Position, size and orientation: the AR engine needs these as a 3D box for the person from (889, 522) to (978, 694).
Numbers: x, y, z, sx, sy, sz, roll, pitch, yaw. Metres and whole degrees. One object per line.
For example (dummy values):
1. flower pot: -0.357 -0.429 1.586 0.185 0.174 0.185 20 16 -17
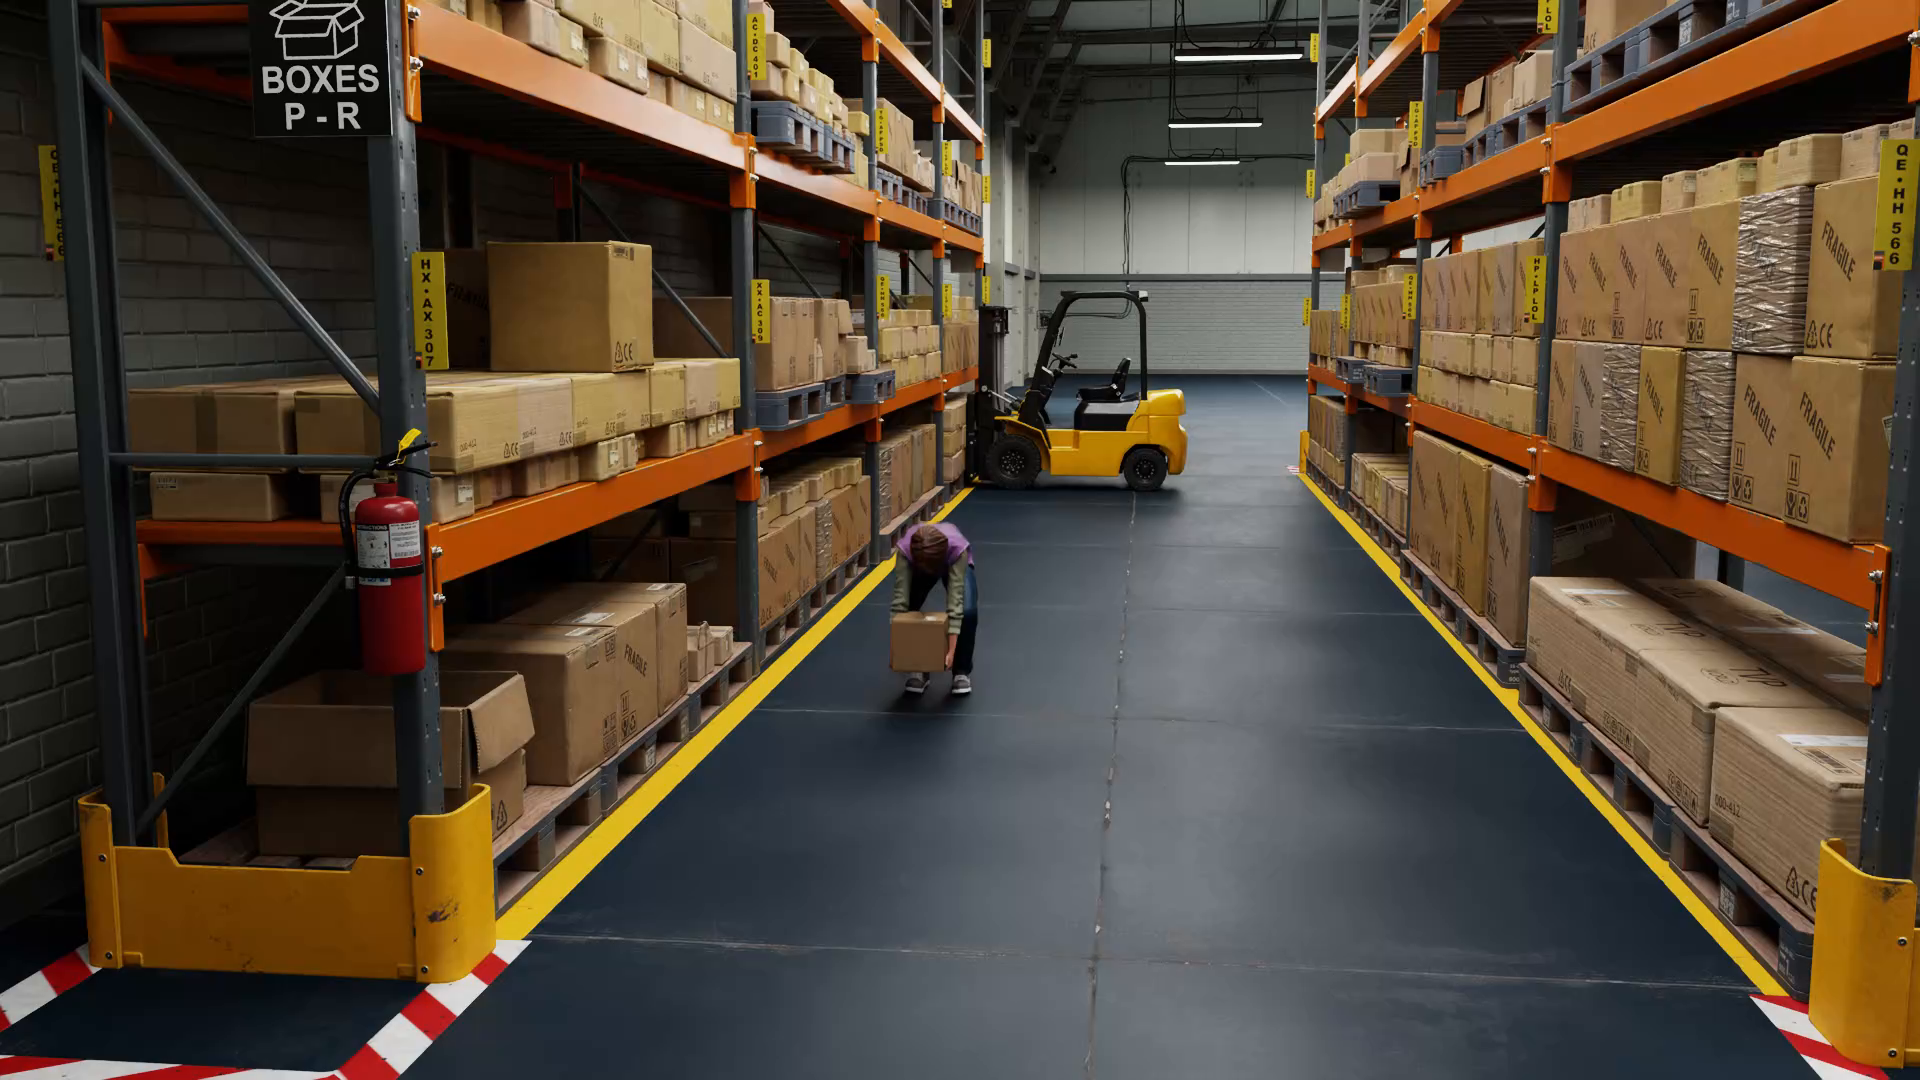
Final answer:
1. person: -0.126 0.344 8.360 0.431 0.912 0.862 1 8 6
